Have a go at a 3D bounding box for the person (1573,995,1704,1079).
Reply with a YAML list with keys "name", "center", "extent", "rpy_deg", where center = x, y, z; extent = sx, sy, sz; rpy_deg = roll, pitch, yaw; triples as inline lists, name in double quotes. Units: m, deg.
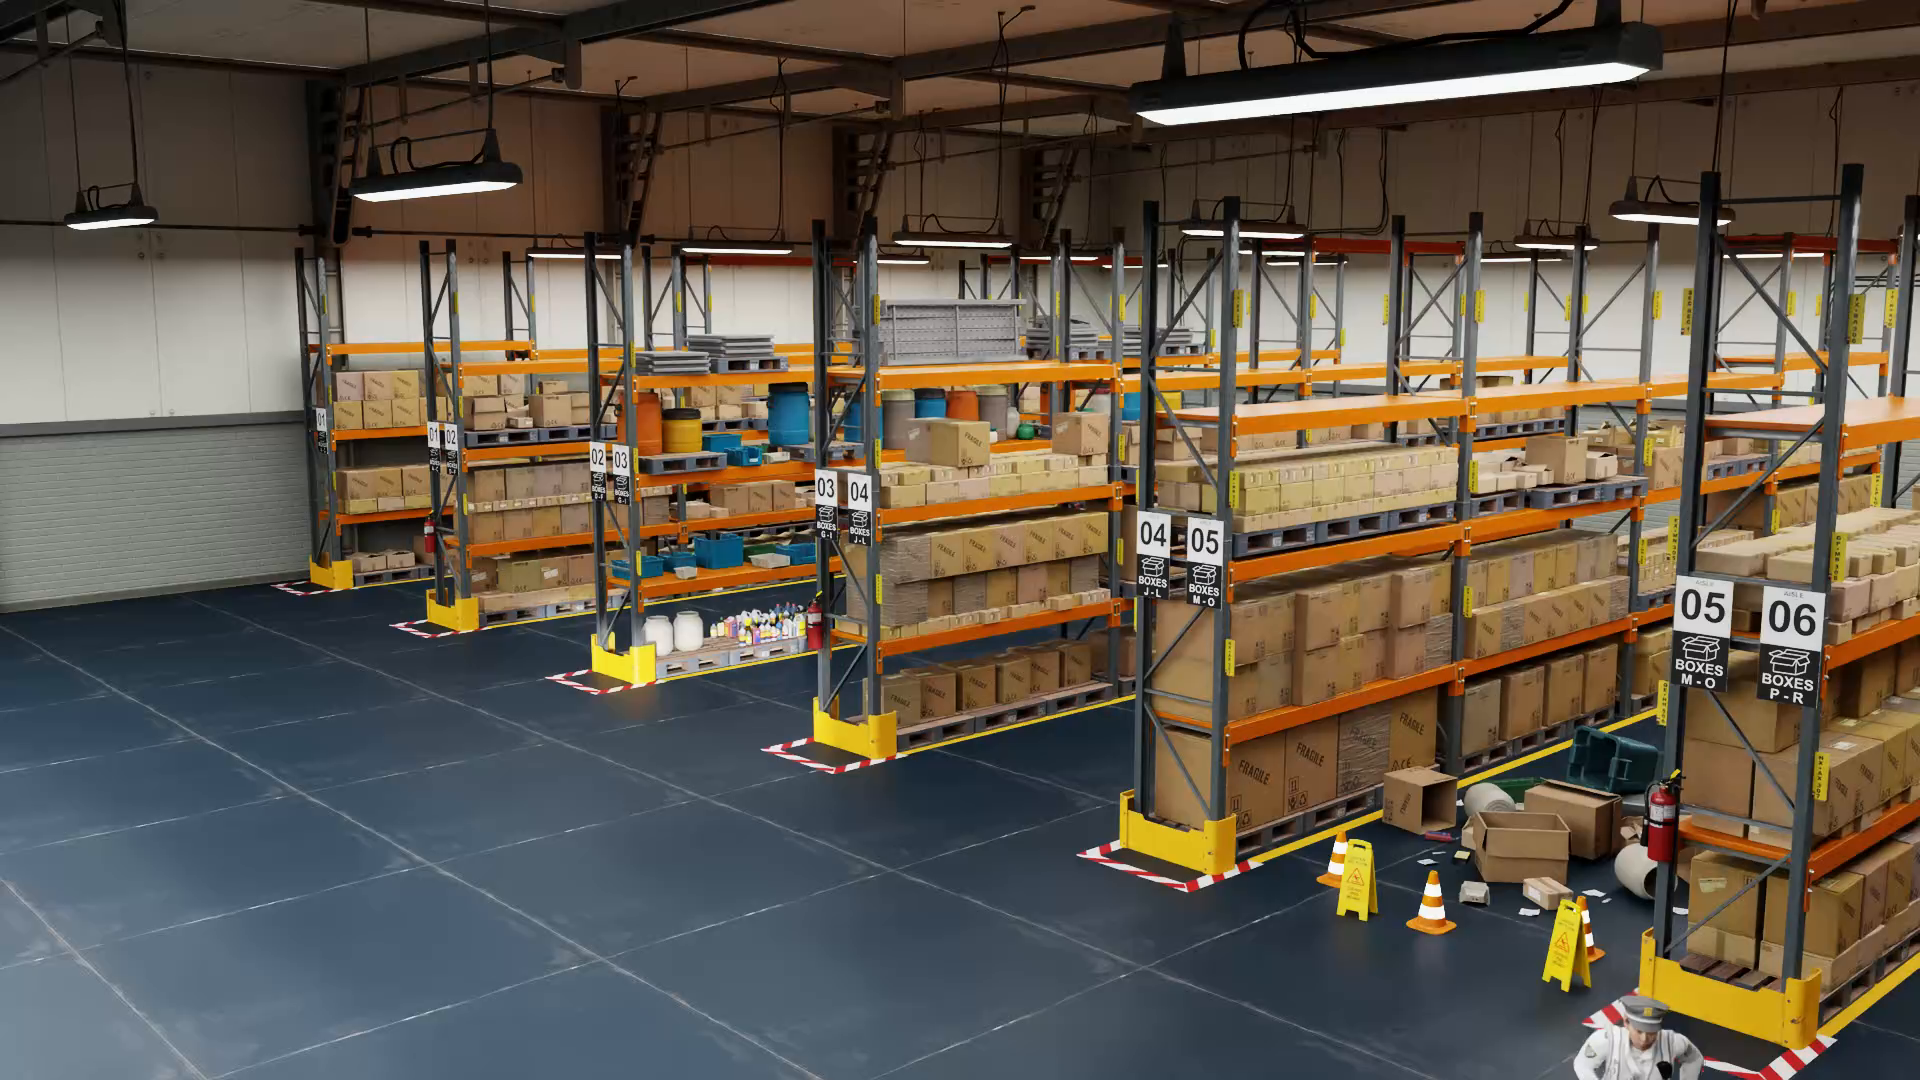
- name: "person"
  center: [3.618, 3.102, 8.962]
  extent: [0.646, 1.629, 0.960]
  rpy_deg: [2, 9, 13]
